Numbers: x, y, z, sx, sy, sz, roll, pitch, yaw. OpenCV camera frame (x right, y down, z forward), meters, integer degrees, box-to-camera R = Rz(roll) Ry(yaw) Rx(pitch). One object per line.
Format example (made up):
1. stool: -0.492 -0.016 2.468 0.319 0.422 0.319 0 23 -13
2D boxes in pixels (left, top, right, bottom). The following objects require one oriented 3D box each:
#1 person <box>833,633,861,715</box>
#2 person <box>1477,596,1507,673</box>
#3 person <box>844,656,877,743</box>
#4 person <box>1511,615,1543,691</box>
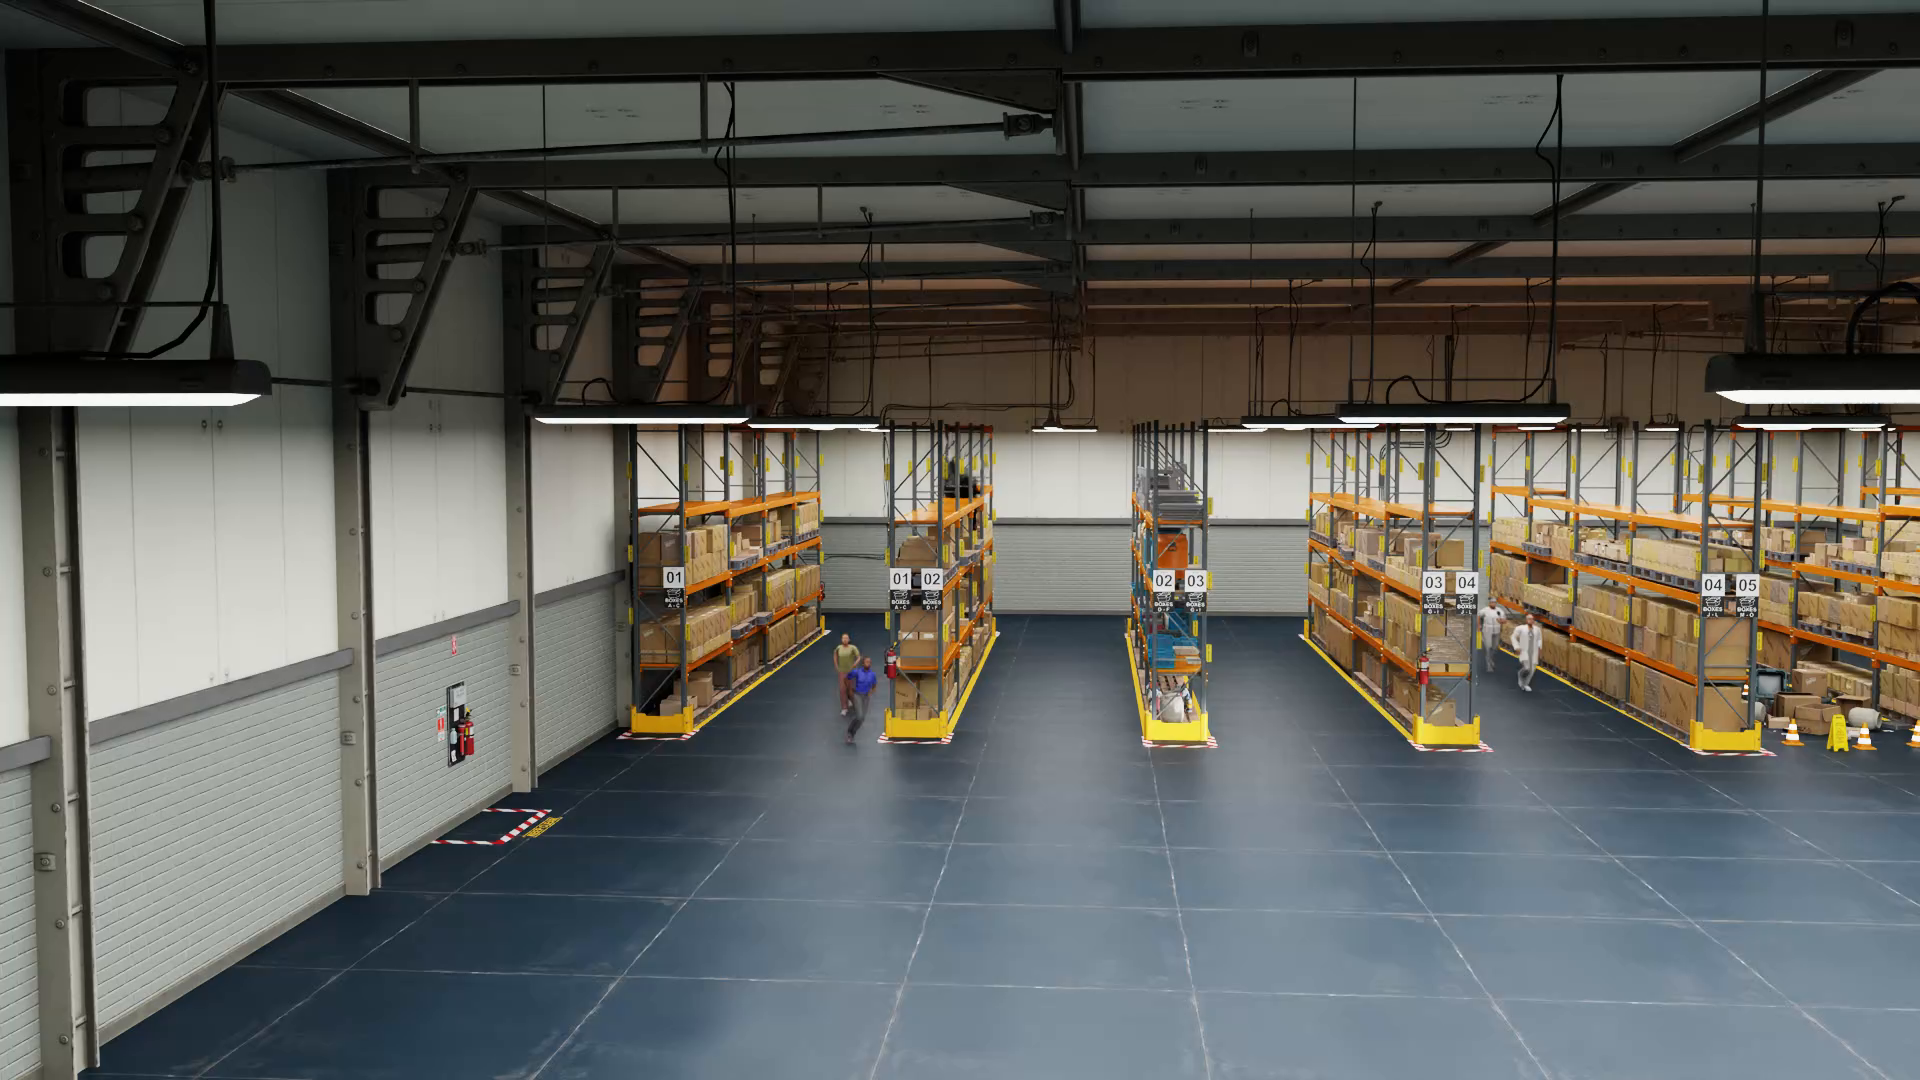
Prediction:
1. person: -2.338 2.733 34.335 0.591 1.667 0.850 0 4 4
2. person: 12.940 2.269 40.436 0.646 1.816 0.891 0 4 4
3. person: -1.832 2.960 30.861 0.613 1.604 0.596 -2 4 -33
4. person: 12.687 2.520 37.106 0.660 1.715 0.653 0 4 -3
